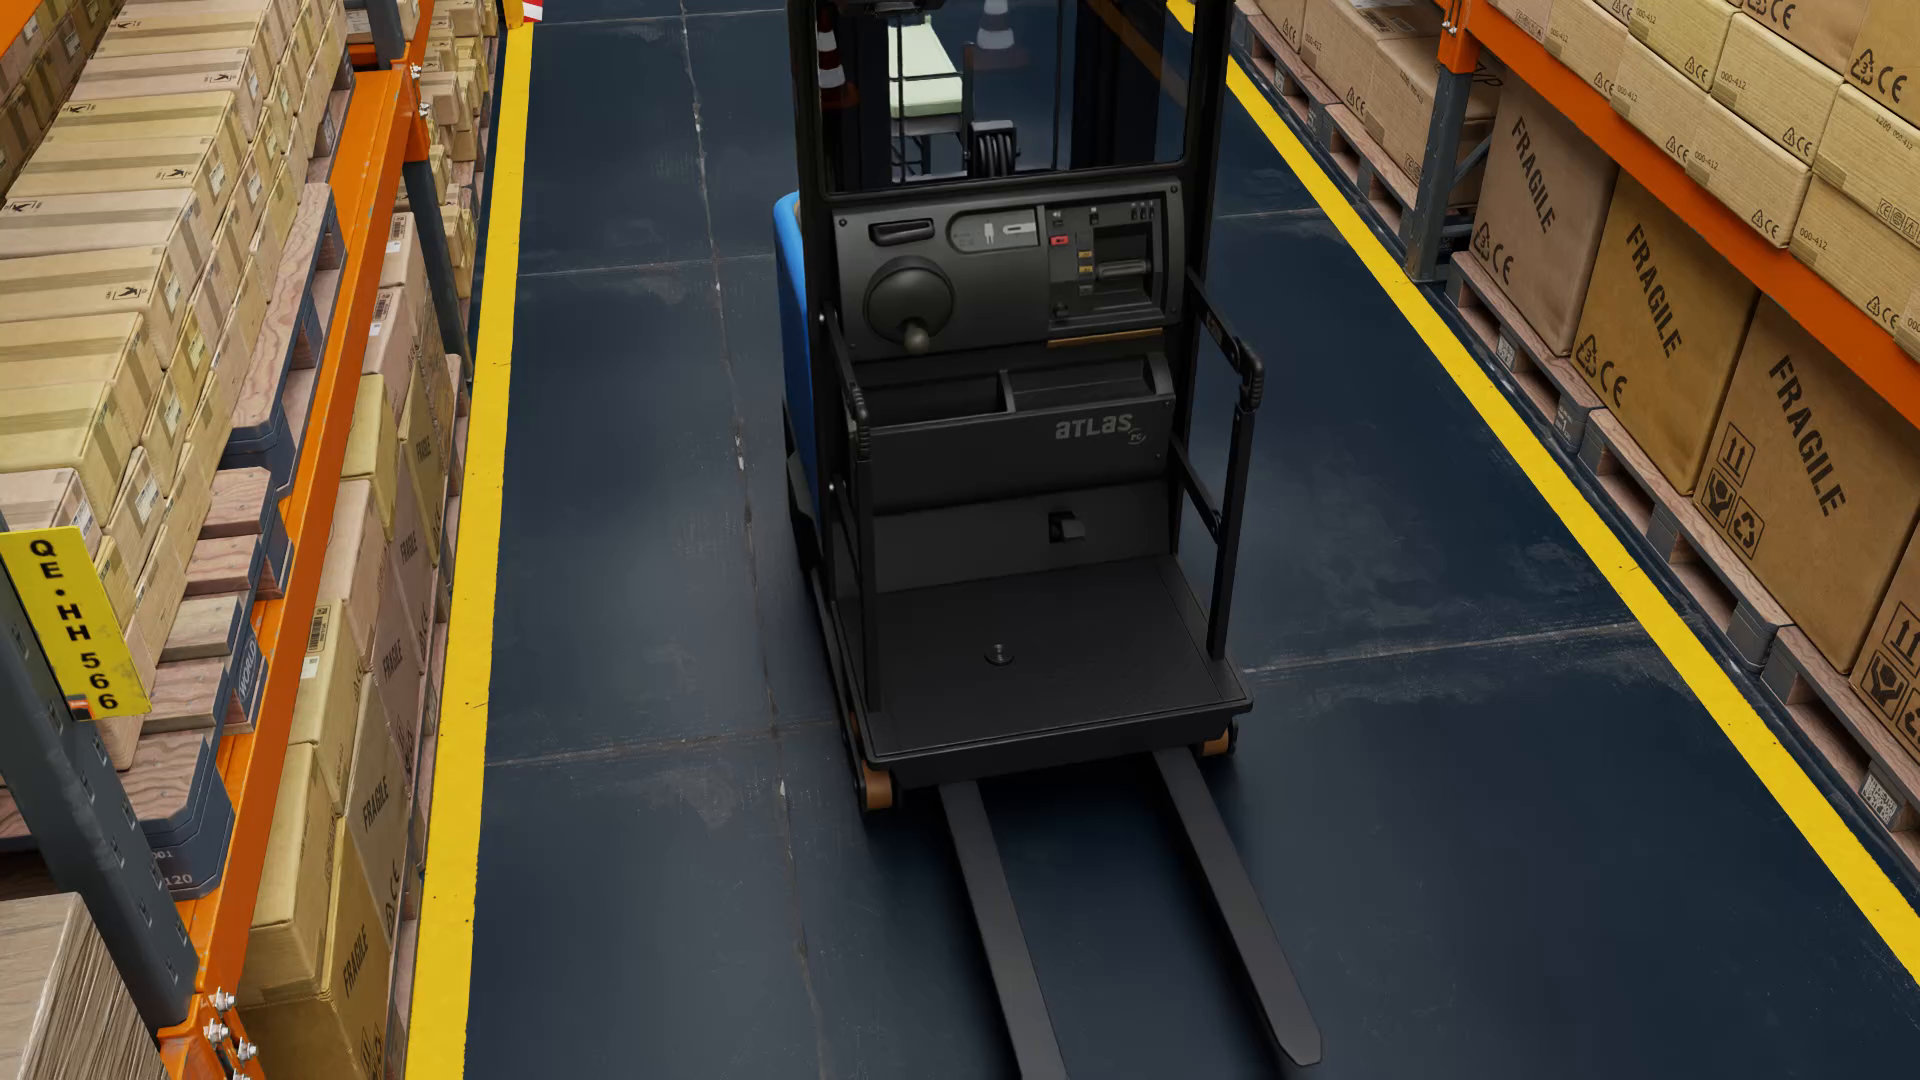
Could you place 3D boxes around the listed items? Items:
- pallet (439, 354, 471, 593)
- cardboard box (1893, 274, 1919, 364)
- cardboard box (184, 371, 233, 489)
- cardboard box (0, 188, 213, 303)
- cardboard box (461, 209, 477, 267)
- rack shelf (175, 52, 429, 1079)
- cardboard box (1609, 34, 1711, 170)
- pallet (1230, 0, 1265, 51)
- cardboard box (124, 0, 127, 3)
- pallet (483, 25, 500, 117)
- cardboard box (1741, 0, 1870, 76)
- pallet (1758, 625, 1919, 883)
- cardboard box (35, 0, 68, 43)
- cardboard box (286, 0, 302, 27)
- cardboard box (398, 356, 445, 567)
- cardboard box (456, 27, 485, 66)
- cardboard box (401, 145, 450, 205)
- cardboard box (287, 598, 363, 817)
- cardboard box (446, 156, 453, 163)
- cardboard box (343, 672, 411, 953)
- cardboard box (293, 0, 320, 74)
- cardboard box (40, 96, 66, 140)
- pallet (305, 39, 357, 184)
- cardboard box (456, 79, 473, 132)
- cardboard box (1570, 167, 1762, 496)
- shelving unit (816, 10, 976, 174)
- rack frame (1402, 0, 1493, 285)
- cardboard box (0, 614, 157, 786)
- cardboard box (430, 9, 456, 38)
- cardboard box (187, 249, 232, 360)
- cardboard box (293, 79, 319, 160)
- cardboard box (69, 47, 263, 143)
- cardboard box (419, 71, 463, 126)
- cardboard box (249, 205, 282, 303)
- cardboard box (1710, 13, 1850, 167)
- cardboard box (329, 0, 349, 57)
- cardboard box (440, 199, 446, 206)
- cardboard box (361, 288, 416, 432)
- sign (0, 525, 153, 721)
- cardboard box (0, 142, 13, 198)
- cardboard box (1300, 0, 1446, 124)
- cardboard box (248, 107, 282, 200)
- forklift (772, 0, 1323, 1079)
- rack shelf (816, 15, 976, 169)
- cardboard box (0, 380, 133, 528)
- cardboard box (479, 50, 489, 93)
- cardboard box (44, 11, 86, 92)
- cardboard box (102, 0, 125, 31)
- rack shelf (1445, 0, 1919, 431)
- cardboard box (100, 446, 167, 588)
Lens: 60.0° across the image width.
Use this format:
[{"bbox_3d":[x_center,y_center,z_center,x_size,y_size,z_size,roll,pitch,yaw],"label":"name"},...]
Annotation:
[{"bbox_3d":[-2.283,-0.210,5.848,1.003,0.211,1.213,-6,38,-8],"label":"pallet"},{"bbox_3d":[2.686,-0.483,4.050,0.500,0.250,0.500,-6,38,-7],"label":"cardboard box"},{"bbox_3d":[-1.743,-0.211,3.439,0.380,0.149,0.250,-5,38,-6],"label":"cardboard box"},{"bbox_3d":[-1.794,-0.600,3.455,0.380,0.149,0.250,-5,38,-6],"label":"cardboard box"},{"bbox_3d":[-2.215,-1.236,6.877,0.380,0.149,0.250,-5,38,-7],"label":"cardboard box"},{"bbox_3d":[-2.071,-0.289,4.263,1.077,0.370,4.000,-6,38,-8],"label":"rack shelf"},{"bbox_3d":[2.418,-1.397,5.226,0.500,0.250,0.500,-7,38,-8],"label":"cardboard box"},{"bbox_3d":[1.950,-3.214,9.716,1.003,0.211,1.213,-6,38,-8],"label":"pallet"},{"bbox_3d":[-2.784,-2.200,5.812,0.500,0.500,0.500,-6,38,-8],"label":"cardboard box"},{"bbox_3d":[-3.002,-2.555,8.867,1.003,0.211,1.213,-6,38,-8],"label":"pallet"},{"bbox_3d":[2.527,-1.593,4.459,0.500,0.500,0.500,-7,38,-9],"label":"cardboard box"},{"bbox_3d":[3.072,0.659,4.730,1.003,0.211,1.213,-6,38,-8],"label":"pallet"},{"bbox_3d":[-2.708,-1.472,4.577,0.380,0.149,0.250,-6,38,-8],"label":"cardboard box"},{"bbox_3d":[-2.067,-1.542,4.668,0.380,0.149,0.250,-7,38,-9],"label":"cardboard box"},{"bbox_3d":[-1.954,-0.230,5.296,0.500,0.500,0.500,-7,38,-9],"label":"cardboard box"},{"bbox_3d":[-2.553,-2.441,8.186,0.380,0.149,0.250,-6,38,-7],"label":"cardboard box"},{"bbox_3d":[-2.268,-1.459,6.679,0.380,0.149,0.250,-4,38,-6],"label":"cardboard box"},{"bbox_3d":[-1.691,0.412,3.859,0.500,0.250,0.500,-7,38,-9],"label":"cardboard box"},{"bbox_3d":[-2.485,-1.687,7.458,0.380,0.149,0.250,-8,39,-10],"label":"cardboard box"},{"bbox_3d":[-1.684,0.699,4.101,0.500,0.500,0.500,-6,38,-7],"label":"cardboard box"},{"bbox_3d":[-2.069,-1.437,4.774,0.380,0.149,0.250,-5,38,-6],"label":"cardboard box"},{"bbox_3d":[-2.668,-1.090,4.571,0.380,0.149,0.250,-6,38,-7],"label":"cardboard box"},{"bbox_3d":[-2.430,-1.228,5.042,1.003,0.211,1.213,-6,38,-8],"label":"pallet"},{"bbox_3d":[-2.432,-1.969,7.579,0.380,0.149,0.250,-7,38,-8],"label":"cardboard box"},{"bbox_3d":[2.788,-0.790,5.712,0.875,0.875,0.875,-5,38,-7],"label":"cardboard box"},{"bbox_3d":[-0.233,-1.214,6.091,0.431,1.500,0.755,-8,39,-10],"label":"shelving unit"},{"bbox_3d":[2.434,-2.374,6.361,1.000,3.000,0.127,-6,38,-8],"label":"rack frame"},{"bbox_3d":[-1.600,0.277,2.811,0.380,0.149,0.250,-7,38,-9],"label":"cardboard box"},{"bbox_3d":[-2.600,-2.388,7.875,0.380,0.149,0.250,-7,38,-9],"label":"cardboard box"},{"bbox_3d":[-1.794,-0.490,3.555,0.380,0.149,0.250,-6,38,-8],"label":"cardboard box"},{"bbox_3d":[-2.025,-1.170,4.673,0.380,0.149,0.250,-8,39,-10],"label":"cardboard box"},{"bbox_3d":[-1.931,-1.074,4.064,0.380,0.149,0.250,-8,39,-10],"label":"cardboard box"},{"bbox_3d":[-2.393,-1.924,7.278,0.380,0.149,0.250,-5,38,-7],"label":"cardboard box"},{"bbox_3d":[-1.878,-0.681,4.044,0.380,0.149,0.250,-7,38,-9],"label":"cardboard box"},{"bbox_3d":[2.506,-1.292,4.682,0.500,0.250,0.500,-7,38,-9],"label":"cardboard box"},{"bbox_3d":[-2.157,-1.629,5.264,0.380,0.149,0.250,-7,38,-9],"label":"cardboard box"},{"bbox_3d":[-2.302,-1.335,6.762,0.380,0.149,0.250,-6,38,-8],"label":"cardboard box"},{"bbox_3d":[-1.965,-0.521,5.060,0.500,0.250,0.500,-5,38,-6],"label":"cardboard box"},{"bbox_3d":[-1.174,0.116,2.212,0.100,0.325,0.005,-6,38,-8],"label":"sign"},{"bbox_3d":[-2.570,-0.886,4.065,0.380,0.149,0.250,-7,38,-9],"label":"cardboard box"},{"bbox_3d":[2.273,-2.460,8.217,0.875,0.438,0.875,-7,38,-9],"label":"cardboard box"},{"bbox_3d":[-1.922,-0.950,4.148,0.380,0.149,0.250,-6,38,-8],"label":"cardboard box"},{"bbox_3d":[0.185,-0.641,4.186,1.130,2.935,3.031,-8,39,-10],"label":"forklift"},{"bbox_3d":[-0.233,-1.523,5.851,0.431,0.370,0.720,-8,39,-10],"label":"rack shelf"},{"bbox_3d":[-1.660,-0.128,2.848,0.380,0.149,0.250,-7,38,-9],"label":"cardboard box"},{"bbox_3d":[-2.556,-2.333,8.290,0.380,0.149,0.250,-8,39,-10],"label":"cardboard box"},{"bbox_3d":[-2.712,-1.365,4.682,0.380,0.149,0.250,-5,38,-7],"label":"cardboard box"},{"bbox_3d":[-2.805,-1.560,5.176,0.380,0.149,0.250,-8,39,-10],"label":"cardboard box"},{"bbox_3d":[2.785,-0.882,5.027,1.077,0.370,4.000,-6,38,-8],"label":"rack shelf"},{"bbox_3d":[-1.657,-0.026,2.959,0.380,0.149,0.250,-4,38,-6],"label":"cardboard box"}]
